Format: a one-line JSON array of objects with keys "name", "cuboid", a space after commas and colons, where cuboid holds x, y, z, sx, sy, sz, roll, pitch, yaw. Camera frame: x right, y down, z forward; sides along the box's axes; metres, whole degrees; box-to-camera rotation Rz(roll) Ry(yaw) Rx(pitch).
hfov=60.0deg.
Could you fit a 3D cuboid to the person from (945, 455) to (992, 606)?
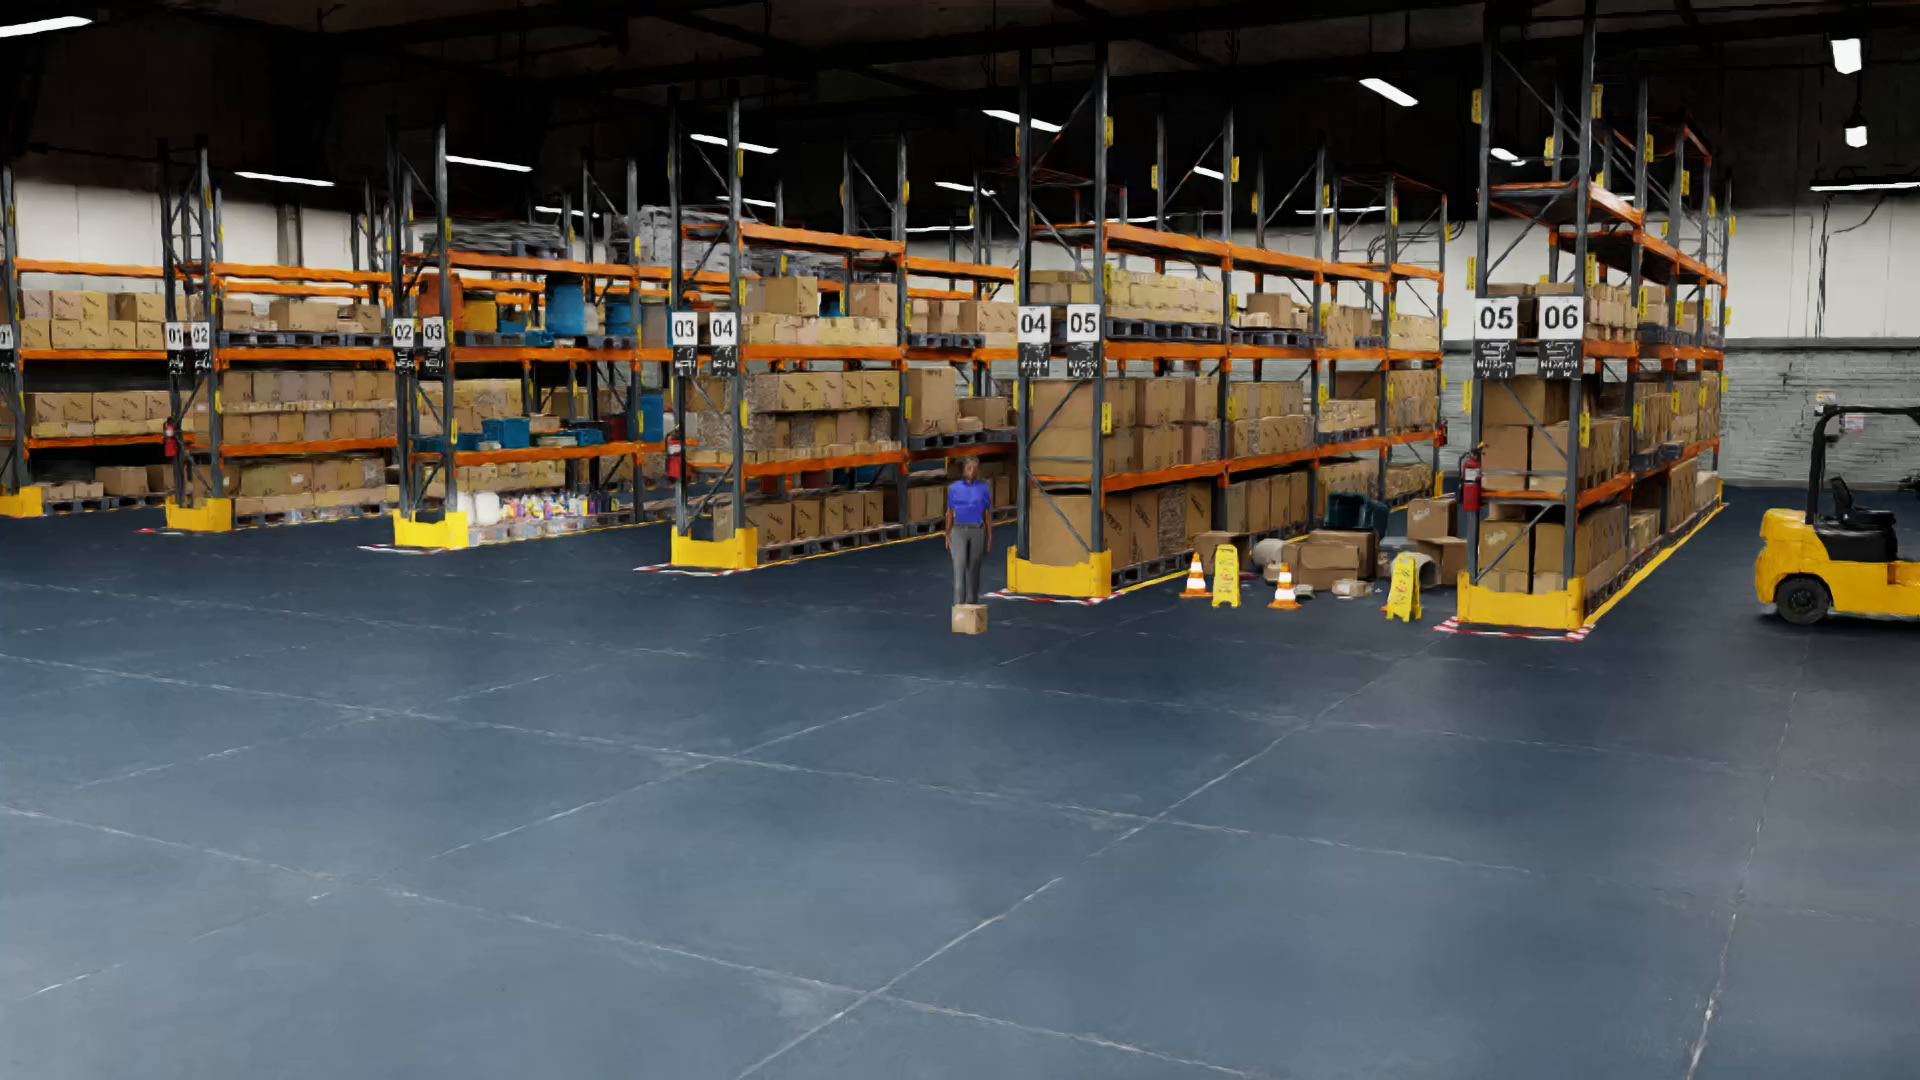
[{"name": "person", "cuboid": [0.092, -0.021, 16.576, 0.465, 1.643, 0.744, 0, 6, -3]}]
